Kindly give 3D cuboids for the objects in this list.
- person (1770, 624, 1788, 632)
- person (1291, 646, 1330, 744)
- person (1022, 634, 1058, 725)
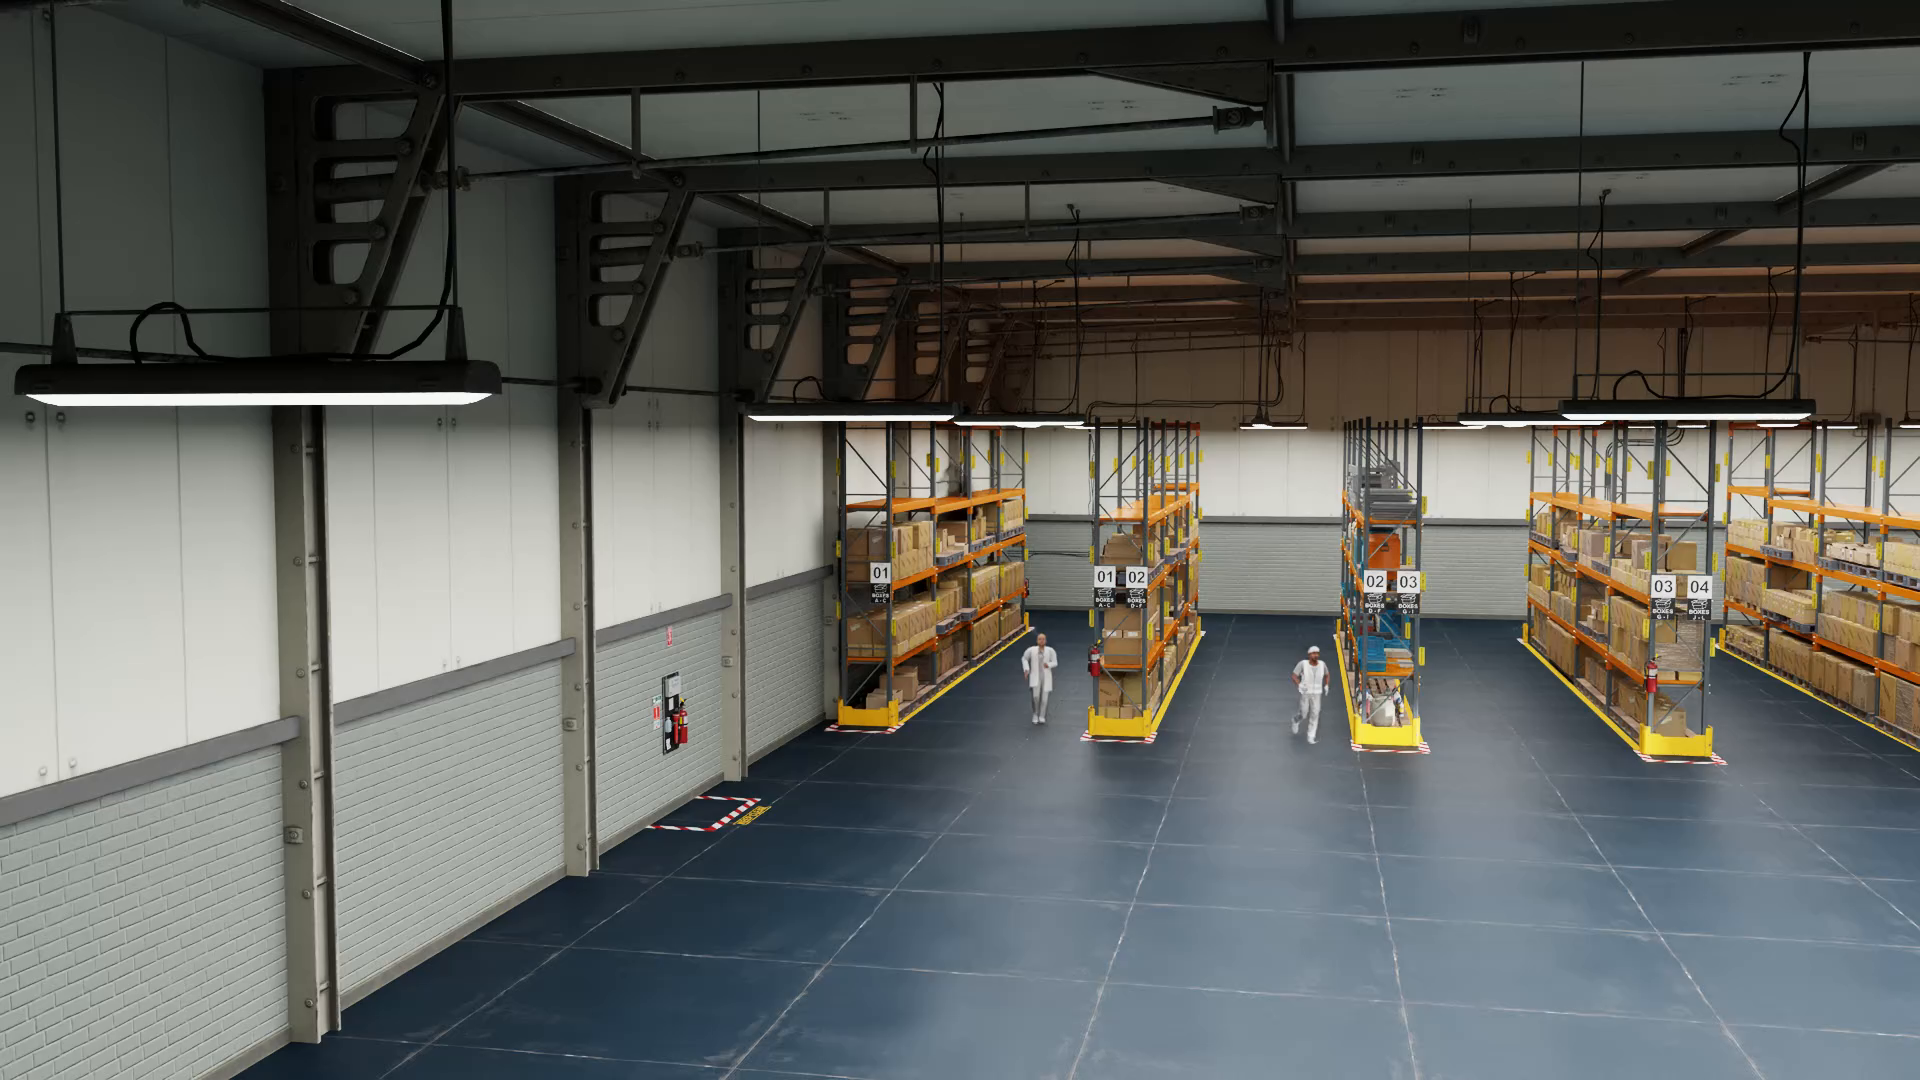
[{"bbox_3d":[21.893,1.957,44.582,0.684,1.651,0.534,-2,4,-31],"label":"person"},{"bbox_3d":[6.538,2.855,30.815,0.728,1.775,0.646,0,4,-7],"label":"person"},{"bbox_3d":[1.575,2.737,32.575,0.680,1.776,0.669,0,4,-3],"label":"person"}]
